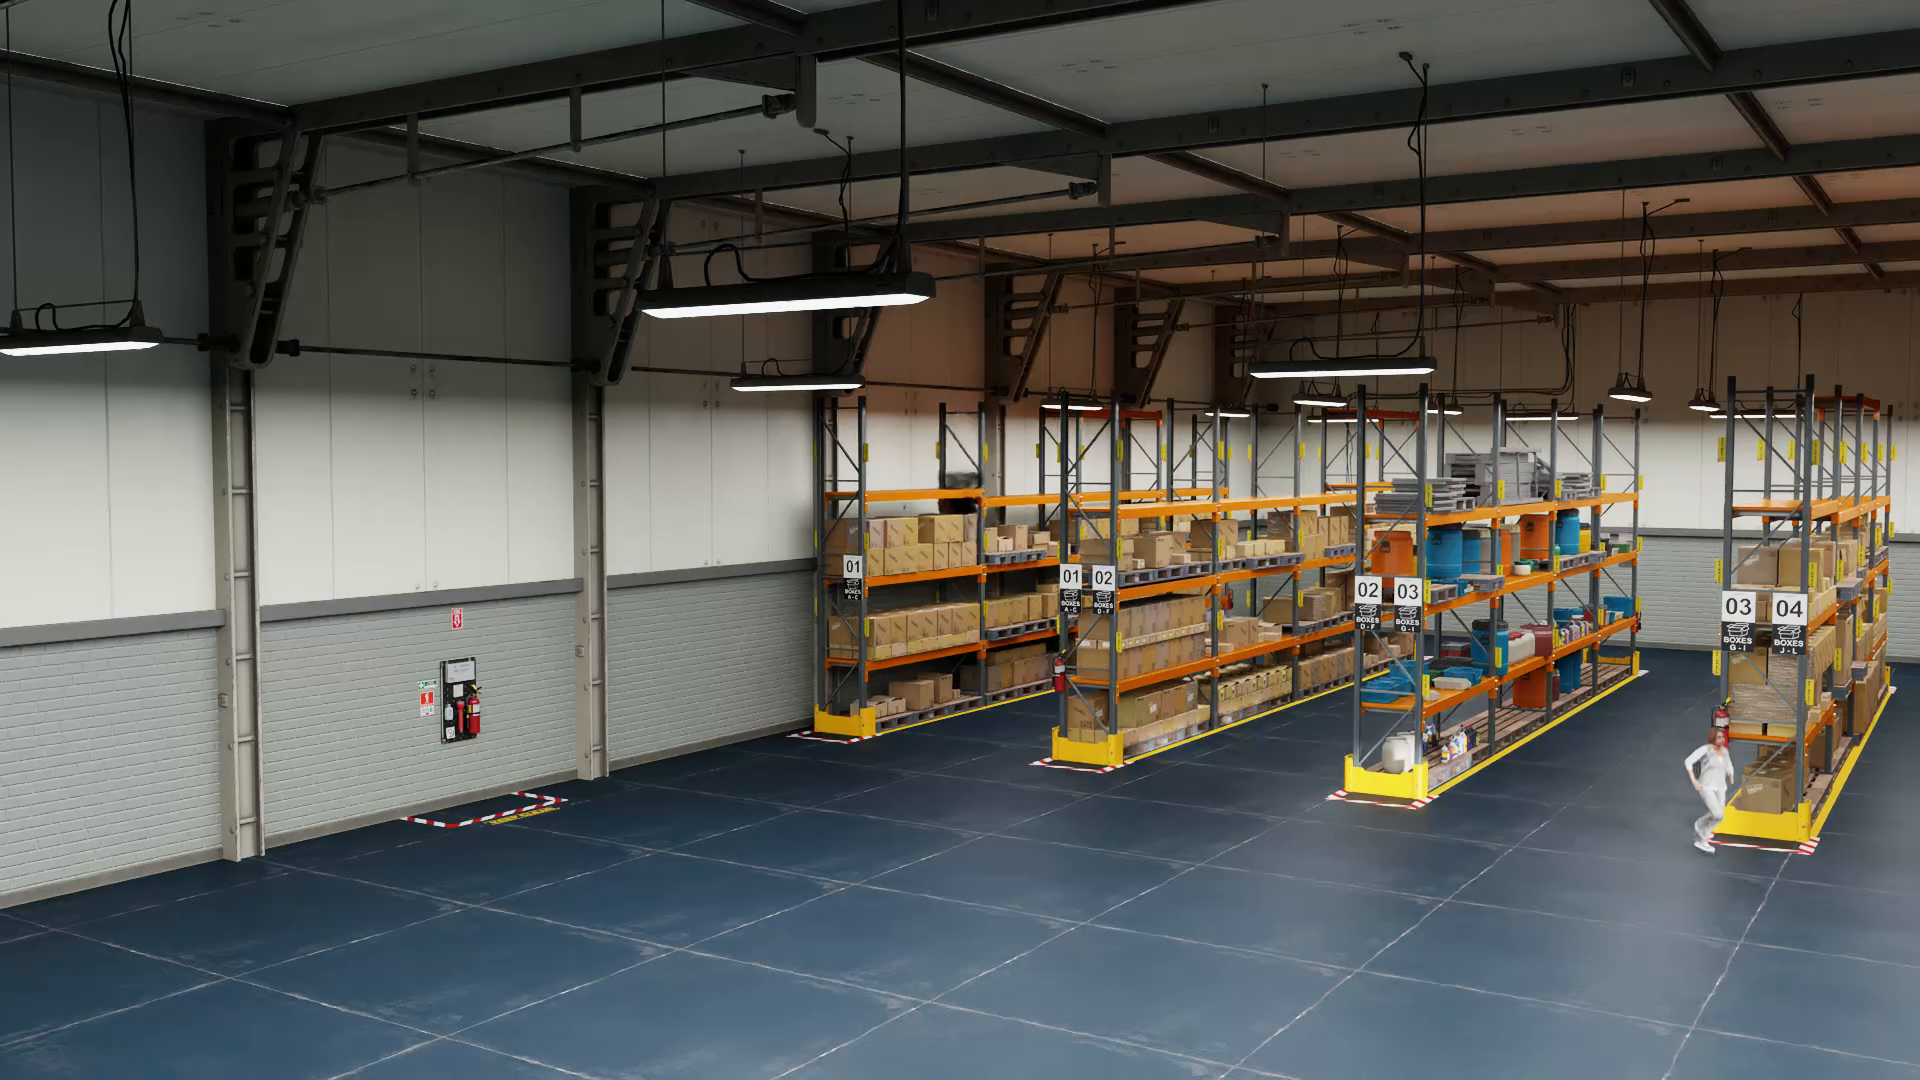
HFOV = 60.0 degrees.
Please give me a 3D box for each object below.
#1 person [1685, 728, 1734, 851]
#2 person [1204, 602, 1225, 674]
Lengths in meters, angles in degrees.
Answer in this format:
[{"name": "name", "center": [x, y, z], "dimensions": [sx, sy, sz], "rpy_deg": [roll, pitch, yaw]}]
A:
[{"name": "person", "center": [9.400, 3.125, 20.723], "dimensions": [0.584, 1.560, 0.495], "rpy_deg": [-1, 3, -13]}, {"name": "person", "center": [5.730, 2.200, 37.657], "dimensions": [0.616, 1.624, 0.912], "rpy_deg": [1, 3, 23]}]
